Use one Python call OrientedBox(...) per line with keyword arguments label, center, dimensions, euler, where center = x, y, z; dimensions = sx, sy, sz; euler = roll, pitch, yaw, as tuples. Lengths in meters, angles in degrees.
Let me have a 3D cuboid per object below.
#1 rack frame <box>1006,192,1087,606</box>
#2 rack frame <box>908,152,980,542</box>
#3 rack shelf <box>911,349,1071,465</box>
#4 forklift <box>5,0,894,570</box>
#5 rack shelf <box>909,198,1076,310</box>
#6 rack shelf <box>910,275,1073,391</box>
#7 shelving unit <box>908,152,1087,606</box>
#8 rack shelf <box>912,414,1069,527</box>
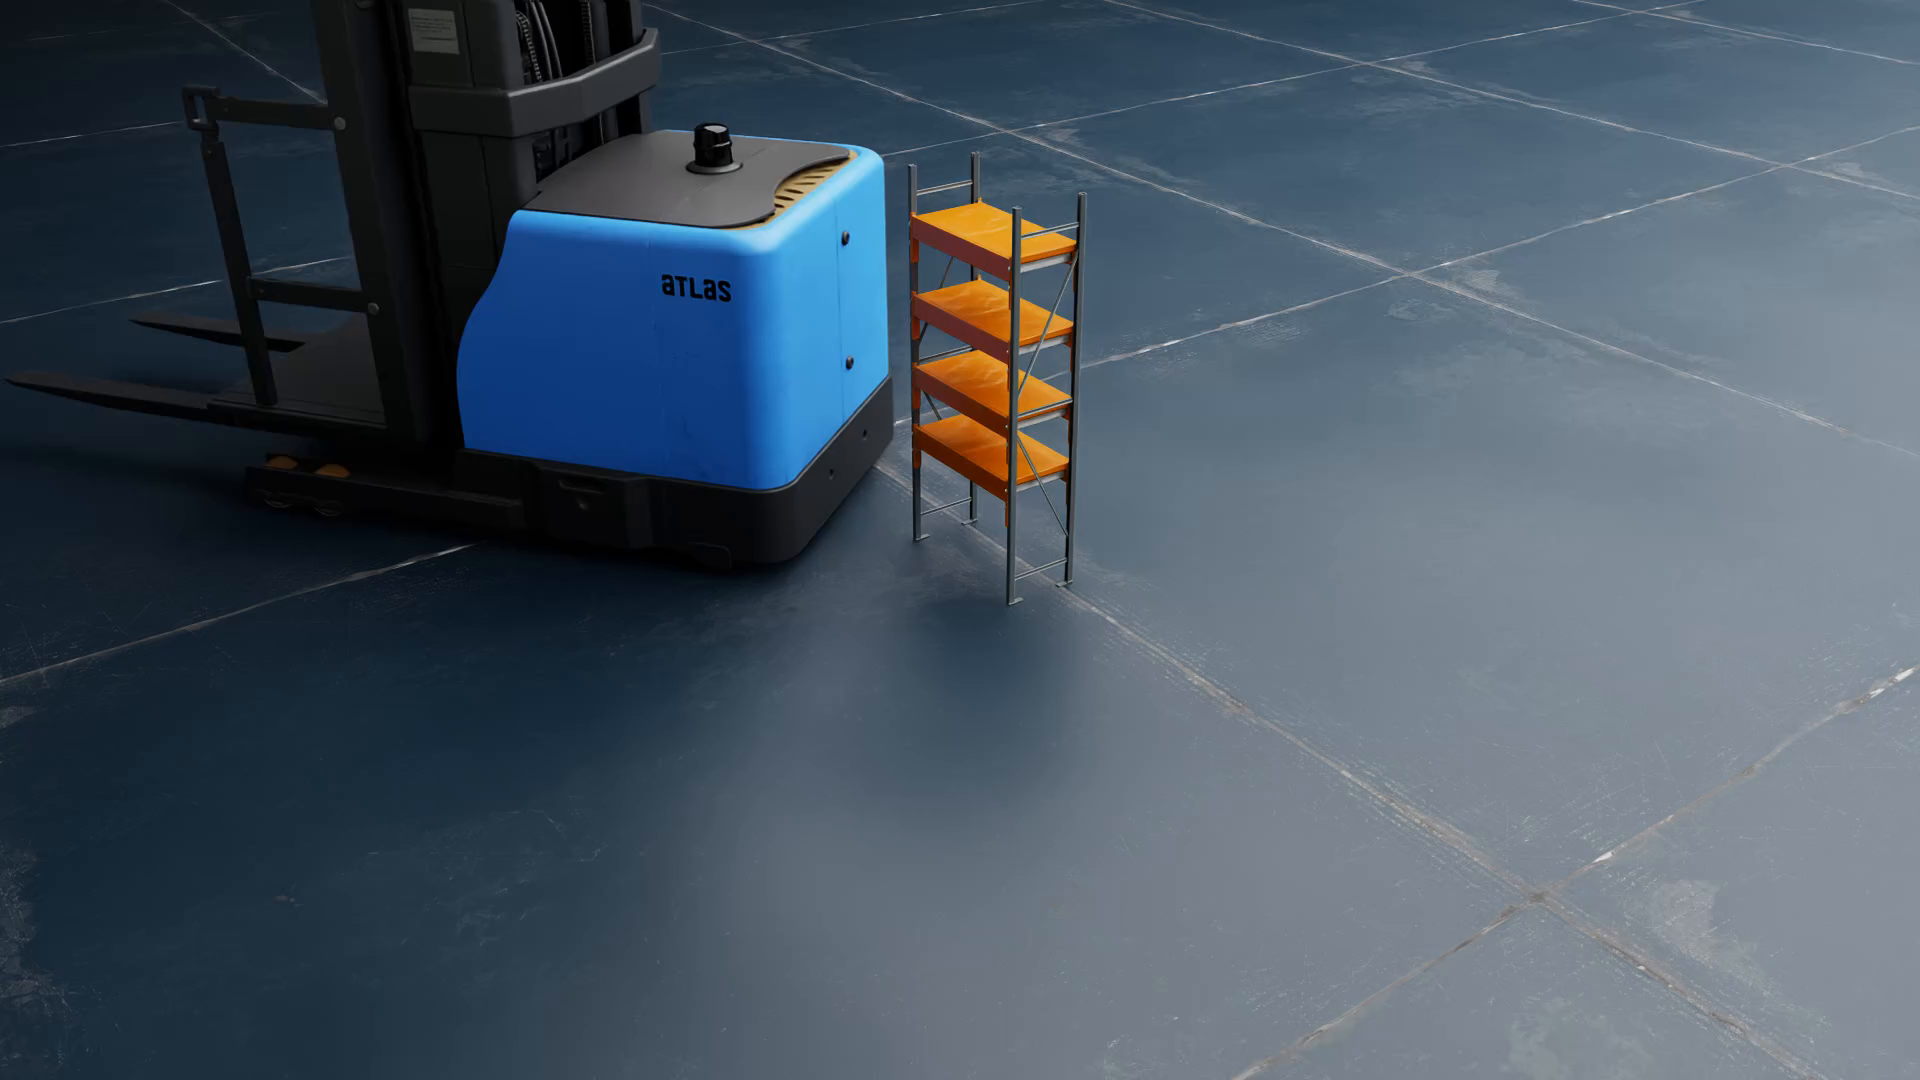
OrientedBox(label="rack frame", center=(0.238, -0.368, 4.670), dimensions=(0.240, 1.200, 0.015), euler=(-19, 34, -31))
OrientedBox(label="rack frame", center=(-0.045, -0.558, 5.020), dimensions=(0.240, 1.200, 0.015), euler=(-19, 34, -31))
OrientedBox(label="rack shelf", center=(0.096, -0.404, 4.877), dimensions=(0.258, 0.148, 0.480), euler=(-19, 34, -31))
OrientedBox(label="forklift", center=(-1.804, -1.594, 5.114), dimensions=(3.031, 2.935, 1.130), euler=(8, 30, 15))
OrientedBox(label="rack shelf", center=(0.096, -0.808, 4.658), dimensions=(0.258, 0.148, 0.480), euler=(-19, 34, -31))
OrientedBox(label="rack shelf", center=(0.096, -0.600, 4.771), dimensions=(0.258, 0.148, 0.480), euler=(-19, 34, -31))
OrientedBox(label="shelving unit", center=(0.096, -0.463, 4.845), dimensions=(0.258, 1.200, 0.503), euler=(-19, 34, -31))
OrientedBox(label="rack shelf", center=(0.096, -0.229, 4.972), dimensions=(0.258, 0.148, 0.480), euler=(-19, 34, -31))
